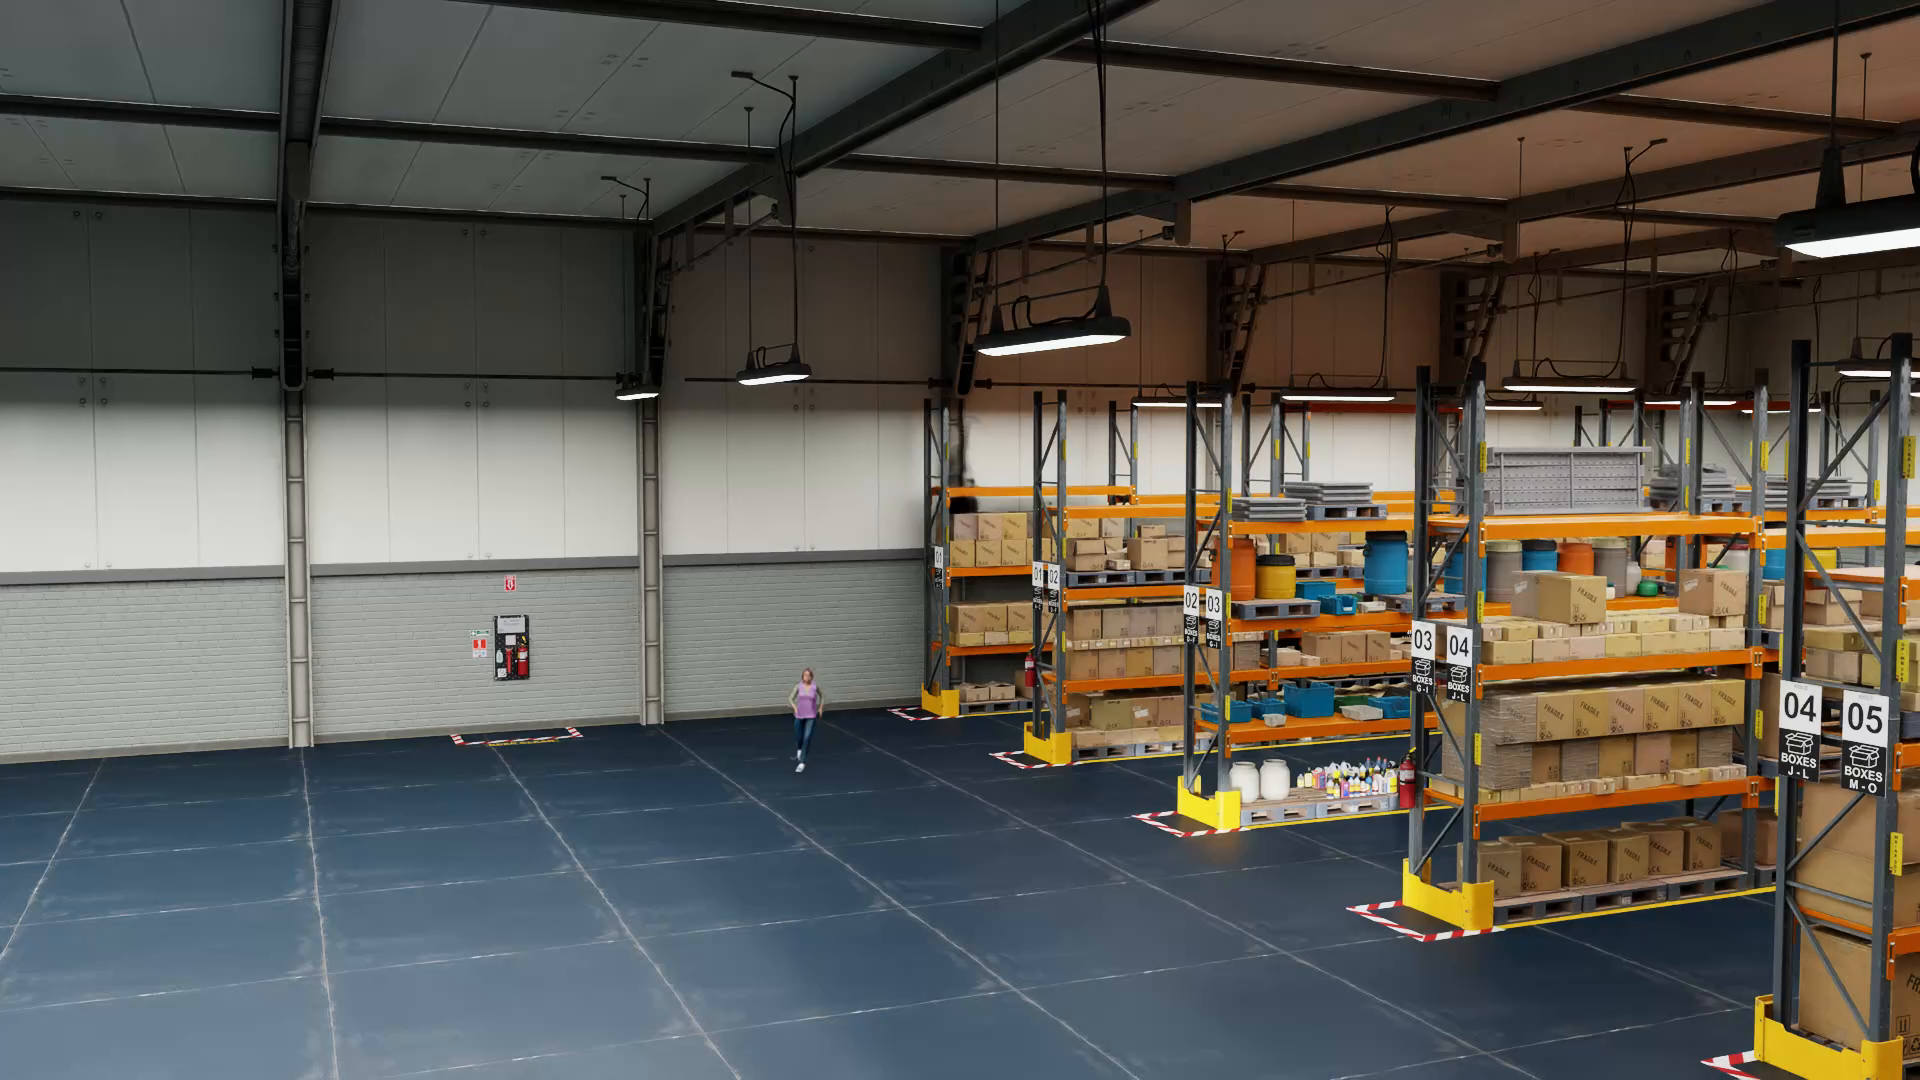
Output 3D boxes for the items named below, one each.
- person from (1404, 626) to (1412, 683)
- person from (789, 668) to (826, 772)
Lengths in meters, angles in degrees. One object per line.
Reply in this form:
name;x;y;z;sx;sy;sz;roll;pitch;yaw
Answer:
person;8.729;2.407;31.884;0.902;1.739;0.653;-2;4;-32
person;-2.425;2.816;26.302;0.577;1.583;0.892;0;3;0
